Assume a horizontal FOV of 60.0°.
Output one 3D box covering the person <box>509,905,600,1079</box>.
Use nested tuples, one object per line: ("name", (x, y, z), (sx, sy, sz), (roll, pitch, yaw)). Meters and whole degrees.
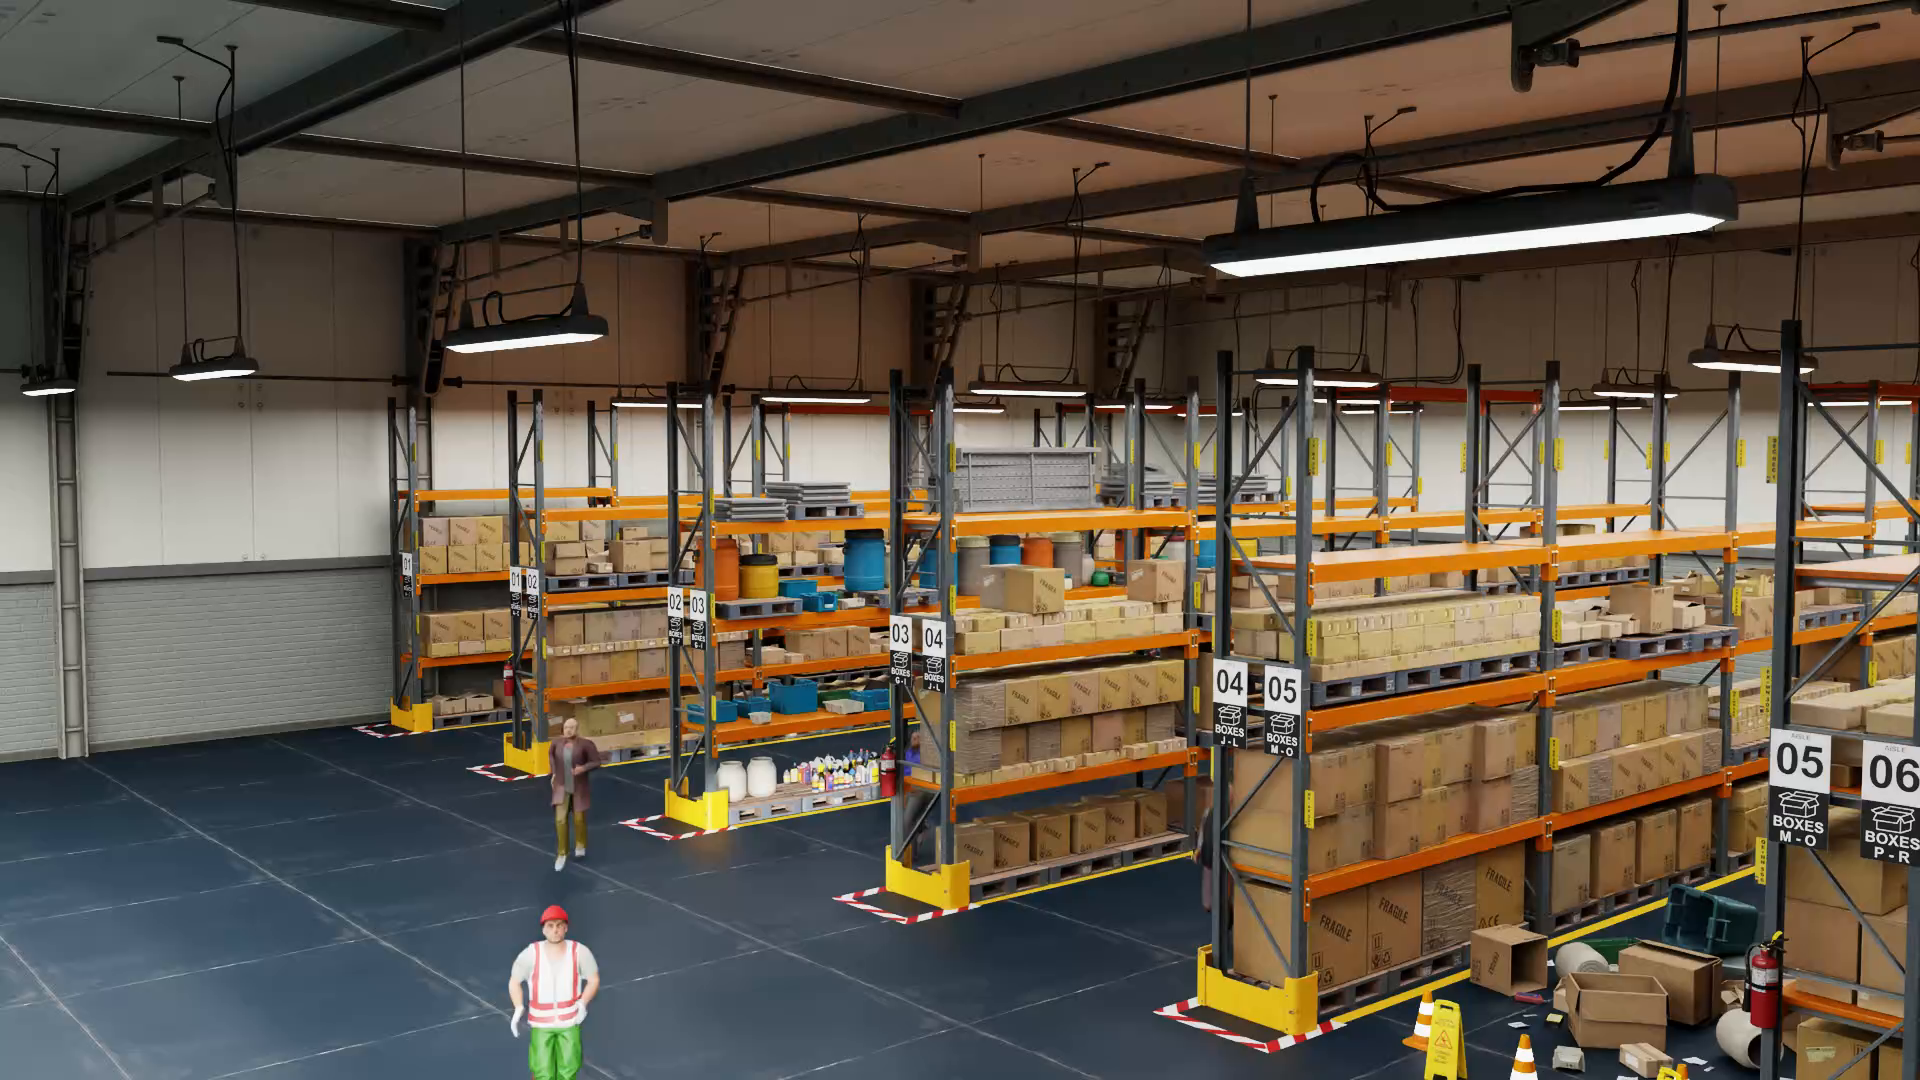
("person", (-3.000, 3.575, 12.347), (0.658, 1.738, 0.601), (-1, 3, -16))

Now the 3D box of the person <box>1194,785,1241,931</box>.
("person", (2.710, 3.327, 16.942), (0.675, 1.691, 0.723), (2, 4, 37))

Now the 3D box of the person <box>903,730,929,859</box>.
("person", (-0.548, 3.156, 20.632), (0.598, 1.598, 0.566), (-3, 5, -45))

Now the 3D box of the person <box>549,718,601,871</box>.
("person", (-4.733, 3.092, 20.369), (0.685, 1.839, 0.859), (0, 3, -3))
